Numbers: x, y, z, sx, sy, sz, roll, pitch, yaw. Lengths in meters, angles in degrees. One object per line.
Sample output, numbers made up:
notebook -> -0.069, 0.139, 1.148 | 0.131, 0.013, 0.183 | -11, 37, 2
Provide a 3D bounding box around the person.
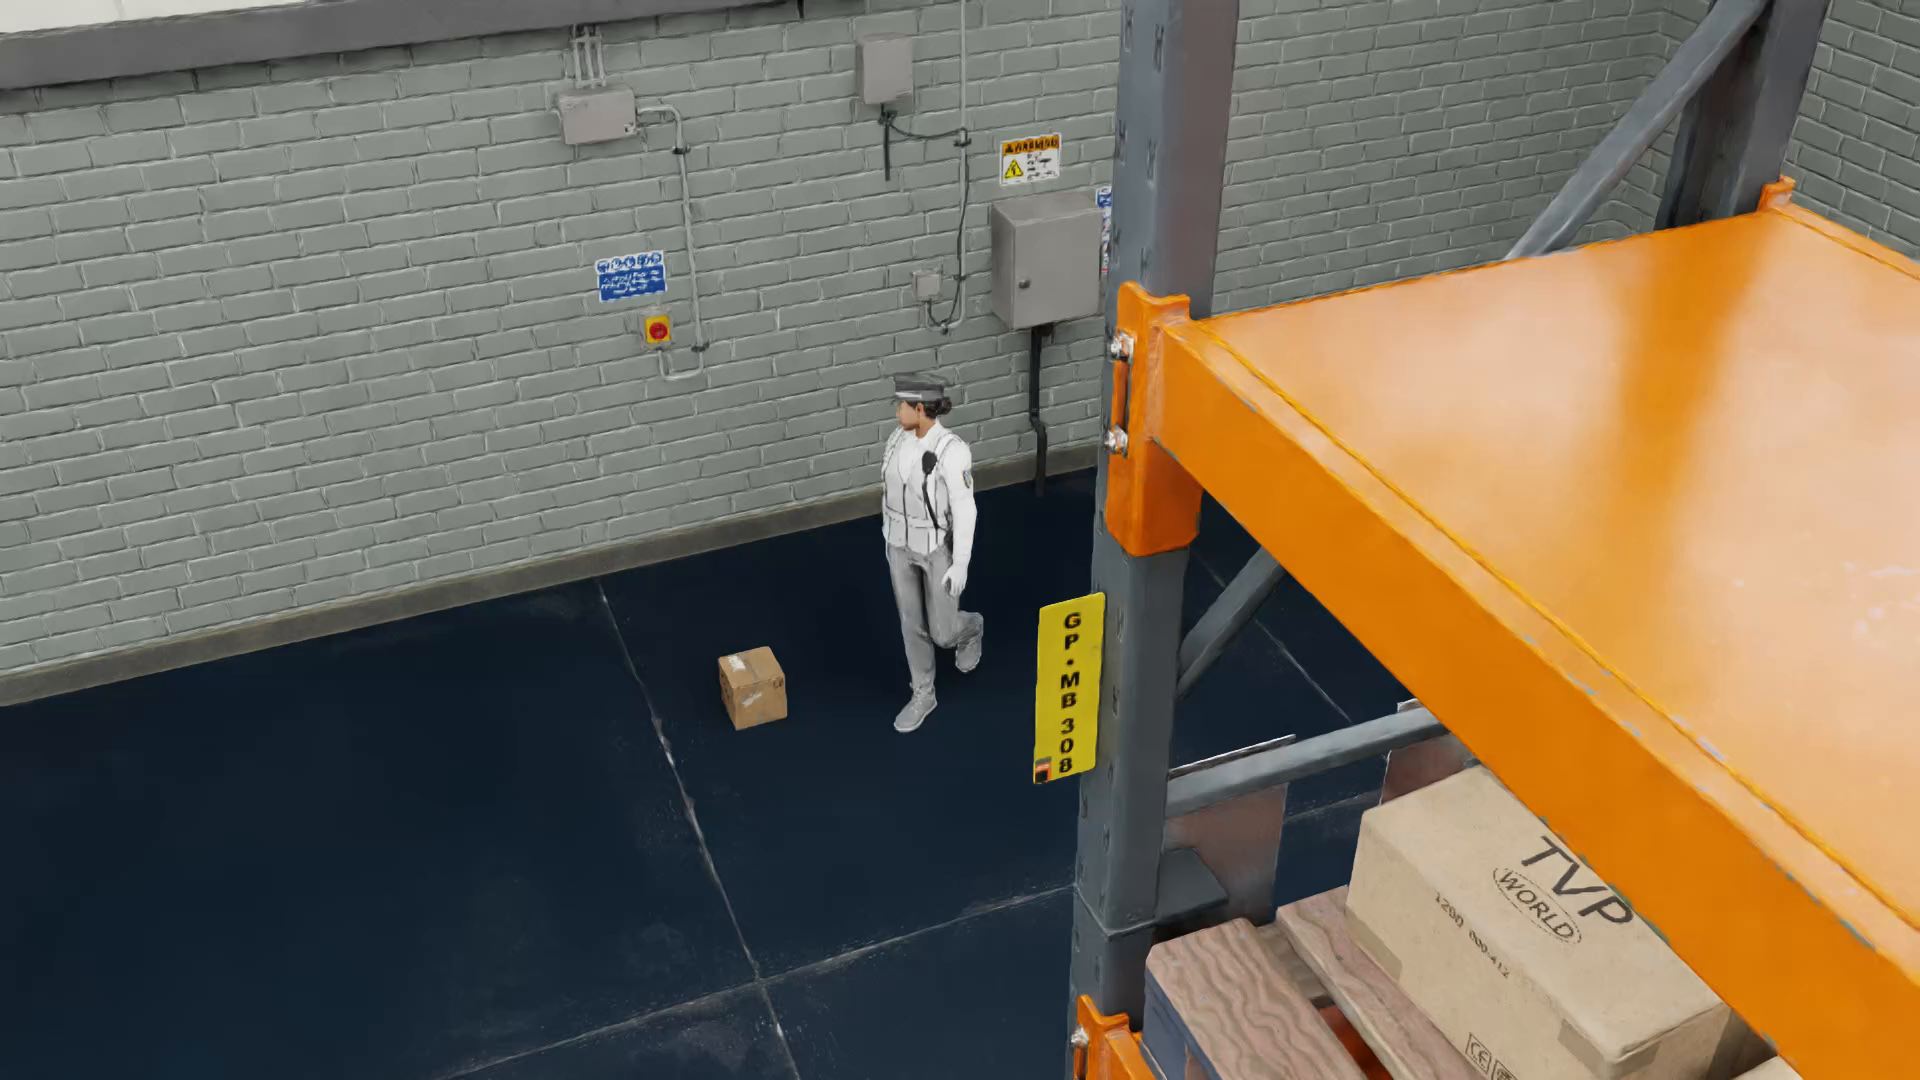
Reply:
person -> -0.164, 0.040, 7.474 | 0.544, 1.638, 0.657 | 21, 39, 28
